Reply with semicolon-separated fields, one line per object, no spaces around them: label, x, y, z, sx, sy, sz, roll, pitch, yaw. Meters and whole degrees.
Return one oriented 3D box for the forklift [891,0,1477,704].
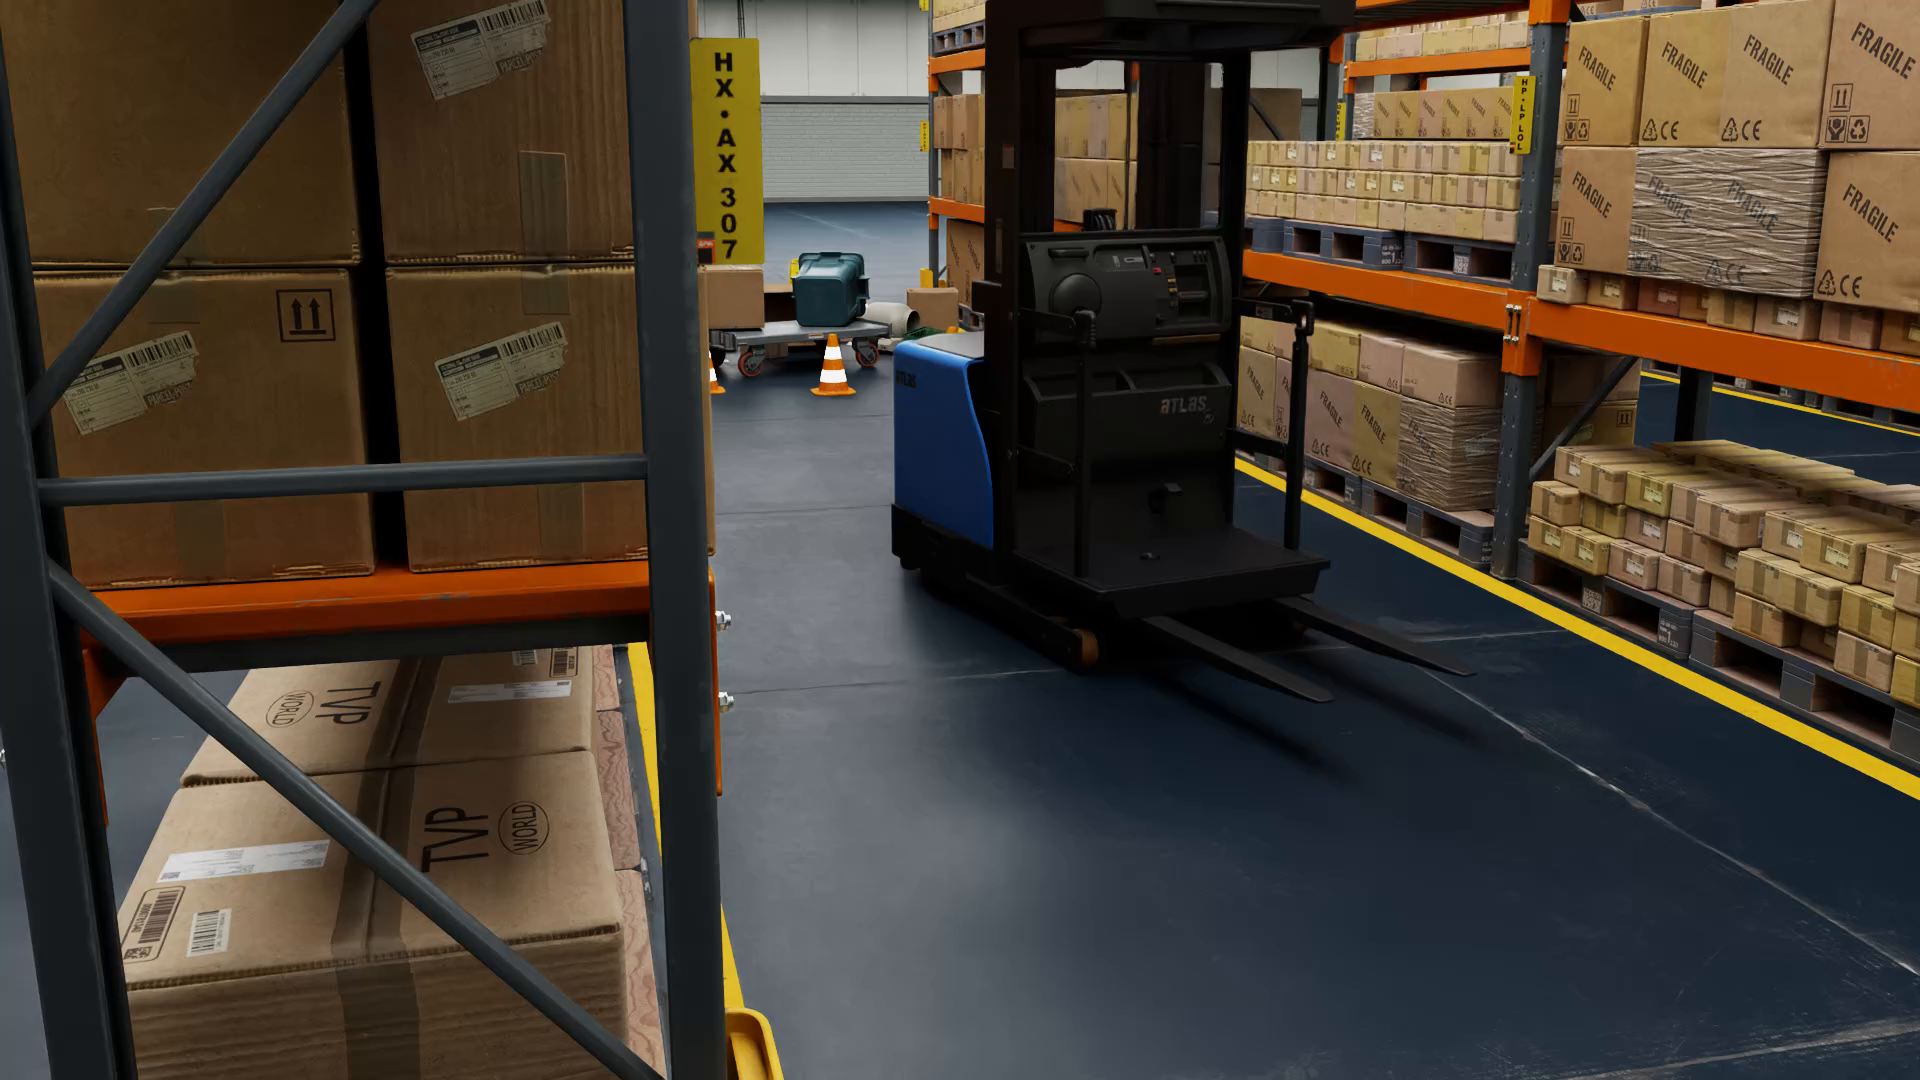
forklift;0.785;-1.042;6.518;1.130;2.935;3.031;-7;15;-26

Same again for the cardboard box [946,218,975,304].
cardboard box;0.371;-3.091;18.352;0.875;0.875;0.875;-3;14;-13

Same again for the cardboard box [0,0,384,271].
cardboard box;-1.228;-0.714;2.713;0.500;0.500;0.500;-3;14;-11

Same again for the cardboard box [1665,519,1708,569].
cardboard box;3.039;0.004;6.586;0.380;0.149;0.250;-4;14;-16

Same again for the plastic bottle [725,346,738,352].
plastic bottle;-2.181;-1.825;15.769;0.133;0.061;0.283;-1;14;-3

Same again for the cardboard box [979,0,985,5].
cardboard box;0.487;-5.262;15.920;0.500;0.250;0.500;-3;14;-14

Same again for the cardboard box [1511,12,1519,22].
cardboard box;5.600;-5.106;16.163;0.380;0.149;0.250;-3;14;-13

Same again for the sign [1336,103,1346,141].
sign;2.551;-2.783;11.226;0.100;0.325;0.005;-3;14;-13

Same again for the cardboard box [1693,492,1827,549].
cardboard box;3.023;-0.076;6.288;0.380;0.149;0.250;-3;14;-12

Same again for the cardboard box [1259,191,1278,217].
cardboard box;2.062;-2.070;10.225;0.380;0.149;0.250;-3;14;-10

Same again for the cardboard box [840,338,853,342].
cardboard box;-1.107;-2.115;16.526;0.396;0.266;0.258;-1;14;-3

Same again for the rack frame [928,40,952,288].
rack frame;0.147;-4.072;18.775;1.000;3.000;0.127;-3;14;-13

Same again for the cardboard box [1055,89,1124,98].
cardboard box;1.033;-3.834;15.209;0.875;0.550;0.550;-3;14;-13

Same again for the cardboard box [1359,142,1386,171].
cardboard box;2.376;-2.057;8.919;0.380;0.149;0.250;-4;14;-16

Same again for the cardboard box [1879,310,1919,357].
cardboard box;3.258;-0.681;5.424;0.380;0.149;0.250;-3;14;-12

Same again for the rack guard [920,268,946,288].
rack guard;0.141;-2.864;19.095;1.175;0.500;0.348;-3;14;-13

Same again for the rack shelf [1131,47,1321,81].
rack shelf;1.556;-3.796;12.839;1.077;0.370;4.000;-3;14;-13

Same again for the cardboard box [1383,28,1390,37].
cardboard box;4.978;-5.710;18.636;0.380;0.149;0.250;-4;14;-14

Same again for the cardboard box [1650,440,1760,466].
cardboard box;3.302;-0.345;7.386;0.380;0.149;0.250;-3;14;-12

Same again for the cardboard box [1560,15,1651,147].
cardboard box;2.834;-1.865;6.797;0.500;0.500;0.500;-3;14;-12

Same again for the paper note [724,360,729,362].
paper note;-2.167;-1.625;15.016;0.148;0.019;0.142;-3;14;-13

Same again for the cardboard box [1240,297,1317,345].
cardboard box;1.953;-1.408;10.673;0.500;0.250;0.500;-4;14;-16

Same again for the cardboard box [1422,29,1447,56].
cardboard box;5.221;-5.231;17.515;0.500;0.250;0.500;-3;14;-12

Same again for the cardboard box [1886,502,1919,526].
cardboard box;3.680;-0.048;6.171;0.380;0.149;0.250;-4;14;-15

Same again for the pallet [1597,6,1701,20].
pallet;6.219;-4.381;14.115;1.213;0.211;1.003;-3;14;-13

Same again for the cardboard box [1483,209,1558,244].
cardboard box;2.680;-1.467;7.754;0.380;0.149;0.250;-4;14;-14

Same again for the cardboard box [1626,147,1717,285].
cardboard box;2.960;-1.255;6.406;0.500;0.500;0.500;-3;14;-13

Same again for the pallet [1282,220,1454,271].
pallet;2.531;-1.679;9.384;1.003;0.211;1.213;-3;14;-13

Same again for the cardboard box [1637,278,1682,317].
cardboard box;2.960;-0.984;6.665;0.380;0.149;0.250;-4;14;-16

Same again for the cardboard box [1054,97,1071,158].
cardboard box;1.209;-3.570;14.400;0.700;0.500;0.500;-4;14;-14

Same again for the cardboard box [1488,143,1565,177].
cardboard box;2.681;-1.757;7.688;0.380;0.149;0.250;-3;14;-11

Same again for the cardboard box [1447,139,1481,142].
cardboard box;5.587;-3.930;17.356;0.875;0.500;0.500;-3;14;-13

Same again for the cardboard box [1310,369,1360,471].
cardboard box;2.310;-0.687;9.302;0.500;0.500;0.500;-4;14;-14

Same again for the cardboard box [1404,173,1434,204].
cardboard box;2.493;-1.792;8.460;0.380;0.149;0.250;-4;14;-15

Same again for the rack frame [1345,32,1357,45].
rack frame;4.992;-7.240;19.100;1.000;3.000;0.127;-3;14;-13

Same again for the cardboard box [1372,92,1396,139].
cardboard box;4.967;-4.746;18.590;0.500;0.500;0.500;-3;14;-13

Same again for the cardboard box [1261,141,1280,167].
cardboard box;2.065;-2.362;10.164;0.380;0.149;0.250;-3;14;-13

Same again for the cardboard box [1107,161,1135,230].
cardboard box;1.426;-2.595;12.517;0.500;0.500;0.500;-4;14;-14

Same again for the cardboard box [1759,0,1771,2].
cardboard box;6.391;-4.074;12.778;0.500;0.250;0.500;-3;14;-13

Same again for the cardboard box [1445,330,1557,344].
cardboard box;2.921;-0.966;8.862;0.500;0.250;0.500;-3;14;-12

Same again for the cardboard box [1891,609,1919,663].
cardboard box;3.245;0.311;5.330;0.380;0.149;0.250;-3;14;-12

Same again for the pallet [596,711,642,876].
pallet;-1.430;0.812;4.660;1.003;0.211;1.213;-3;14;-13

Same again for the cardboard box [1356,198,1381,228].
cardboard box;2.371;-1.767;8.984;0.380;0.149;0.250;-3;14;-11

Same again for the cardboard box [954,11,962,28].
cardboard box;0.153;-5.330;17.037;0.380;0.149;0.250;-3;14;-13

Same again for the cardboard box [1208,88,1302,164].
cardboard box;1.930;-2.865;11.517;0.700;0.500;0.500;-3;14;-13

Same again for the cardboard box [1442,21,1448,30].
cardboard box;5.282;-5.410;17.408;0.380;0.149;0.250;-4;14;-15

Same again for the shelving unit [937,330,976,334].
shelving unit;0.013;-0.498;8.252;0.215;1.050;0.252;-3;14;-13

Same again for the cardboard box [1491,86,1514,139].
cardboard box;5.558;-4.170;16.231;0.500;0.500;0.500;-3;14;-13

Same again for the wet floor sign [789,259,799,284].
wet floor sign;-1.784;-2.825;18.630;0.267;0.644;0.232;-6;15;-23

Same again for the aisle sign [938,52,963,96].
aisle sign;-0.161;-5.335;18.465;0.394;0.787;0.004;-3;14;-13

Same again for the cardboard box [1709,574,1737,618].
cardboard box;3.115;0.211;6.367;0.380;0.149;0.250;-4;14;-16

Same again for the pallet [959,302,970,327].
pallet;0.411;-2.538;18.369;1.003;0.211;1.213;-3;14;-13

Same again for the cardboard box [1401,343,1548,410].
cardboard box;2.545;-0.816;8.248;0.500;0.250;0.500;-4;14;-15

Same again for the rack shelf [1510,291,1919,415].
rack shelf;3.435;-0.493;5.641;1.077;0.370;4.000;-3;14;-13

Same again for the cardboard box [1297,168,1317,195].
cardboard box;2.193;-2.091;9.683;0.380;0.149;0.250;-3;14;-13
